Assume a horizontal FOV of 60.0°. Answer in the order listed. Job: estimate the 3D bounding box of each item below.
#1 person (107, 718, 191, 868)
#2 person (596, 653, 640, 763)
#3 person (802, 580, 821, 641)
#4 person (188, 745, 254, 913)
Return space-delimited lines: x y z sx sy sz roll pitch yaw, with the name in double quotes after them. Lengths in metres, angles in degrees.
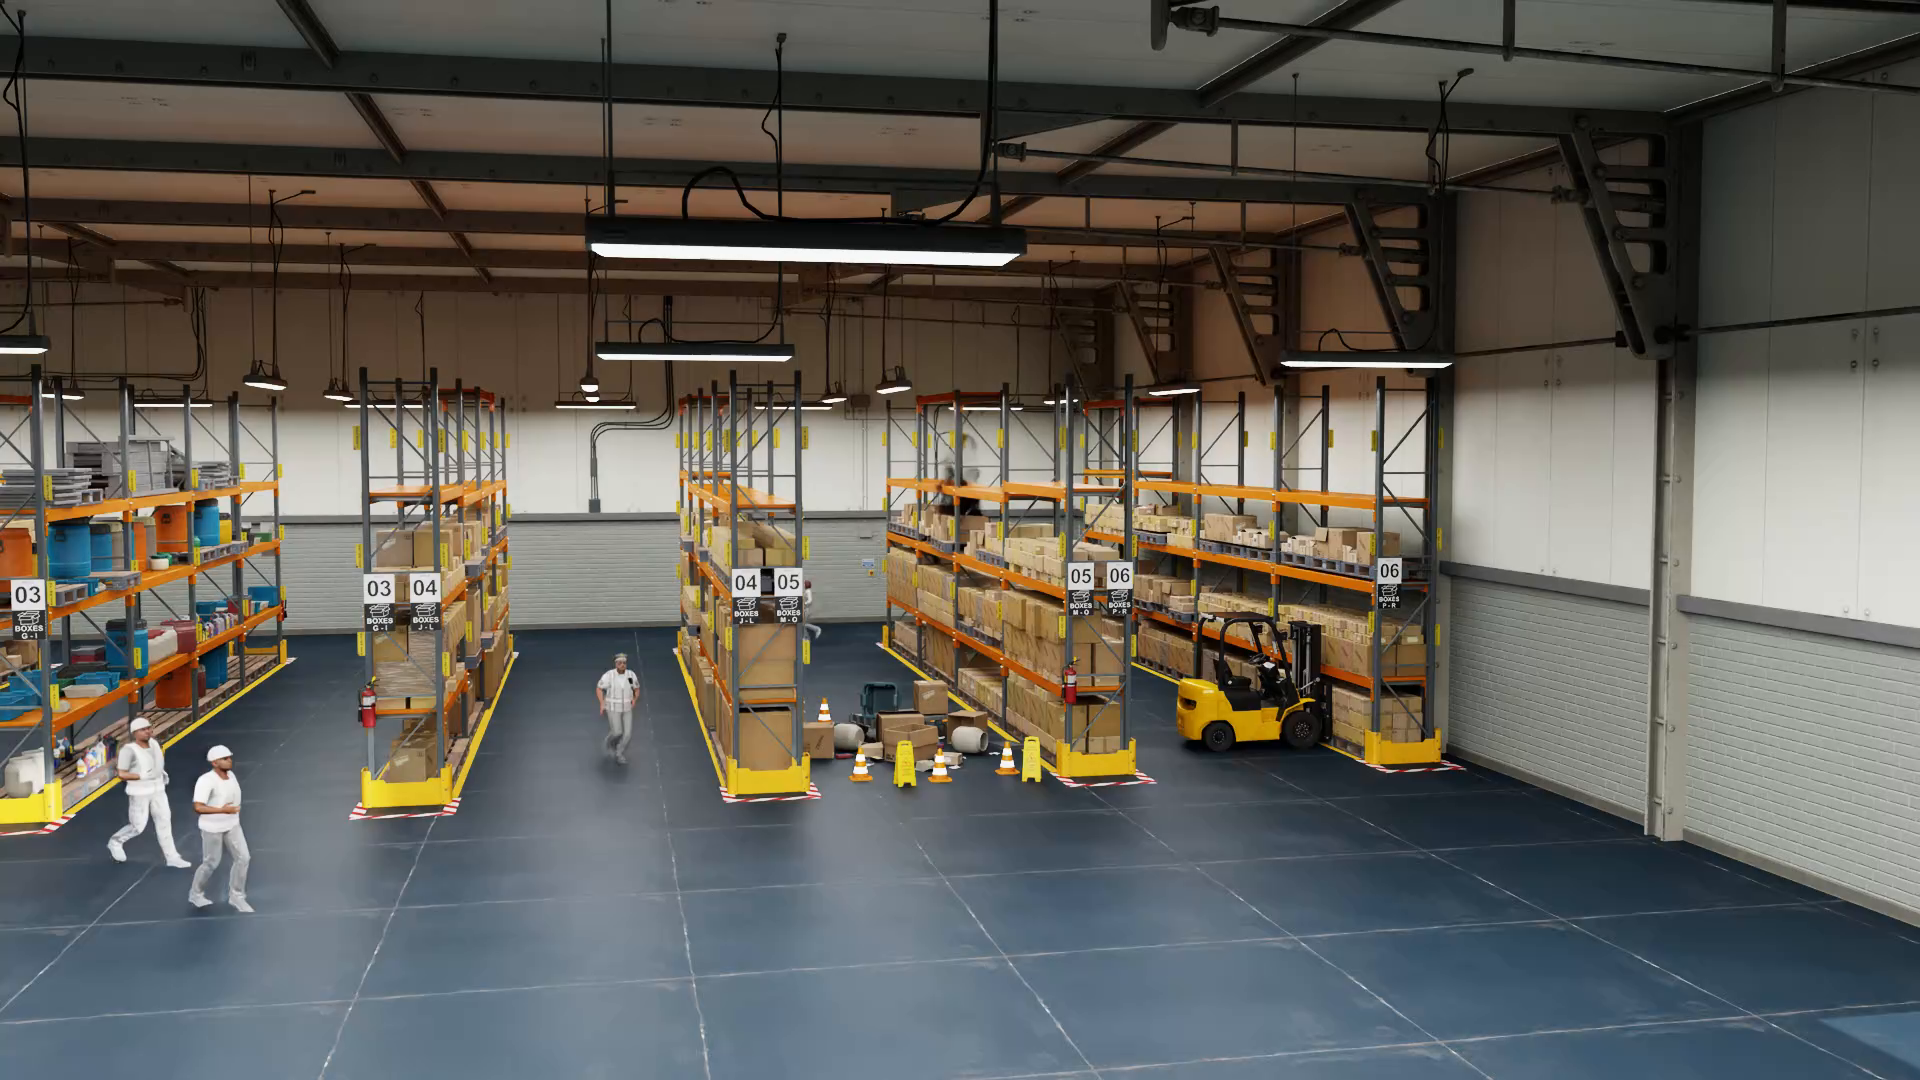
-9.452 2.933 19.357 1.087 1.737 0.699 1 4 21 "person"
-5.257 2.606 25.753 0.651 1.726 0.632 -2 4 -27 "person"
-3.754 1.770 41.257 0.596 1.556 0.529 0 3 -7 "person"
-7.858 3.083 17.614 0.770 1.826 0.676 1 4 19 "person"
